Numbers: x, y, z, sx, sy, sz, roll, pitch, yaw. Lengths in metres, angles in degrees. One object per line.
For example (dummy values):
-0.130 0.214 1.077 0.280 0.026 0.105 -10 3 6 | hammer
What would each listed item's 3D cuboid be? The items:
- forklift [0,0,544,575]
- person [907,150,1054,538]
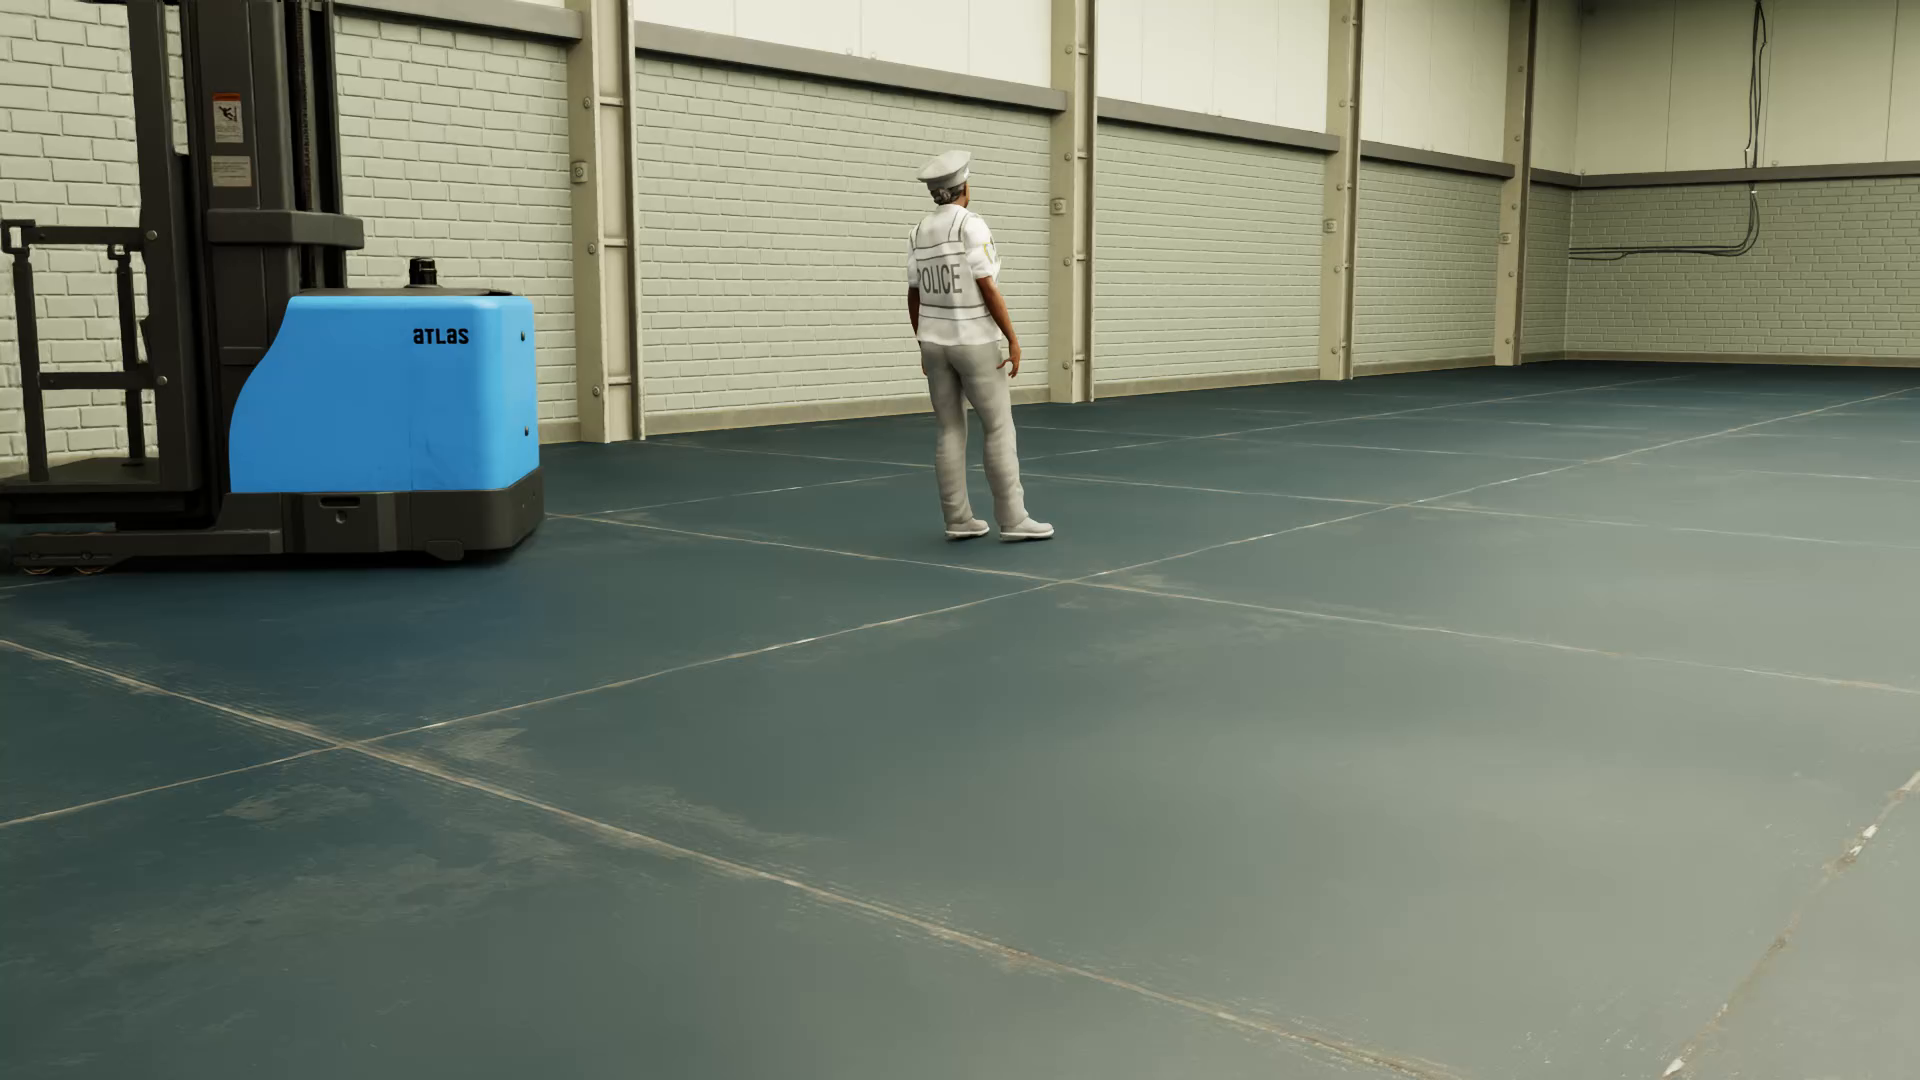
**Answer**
-3.360 -1.394 6.808 3.031 2.935 1.130 -1 8 -6 | forklift
0.062 -0.852 7.326 0.569 1.694 0.530 7 11 38 | person
